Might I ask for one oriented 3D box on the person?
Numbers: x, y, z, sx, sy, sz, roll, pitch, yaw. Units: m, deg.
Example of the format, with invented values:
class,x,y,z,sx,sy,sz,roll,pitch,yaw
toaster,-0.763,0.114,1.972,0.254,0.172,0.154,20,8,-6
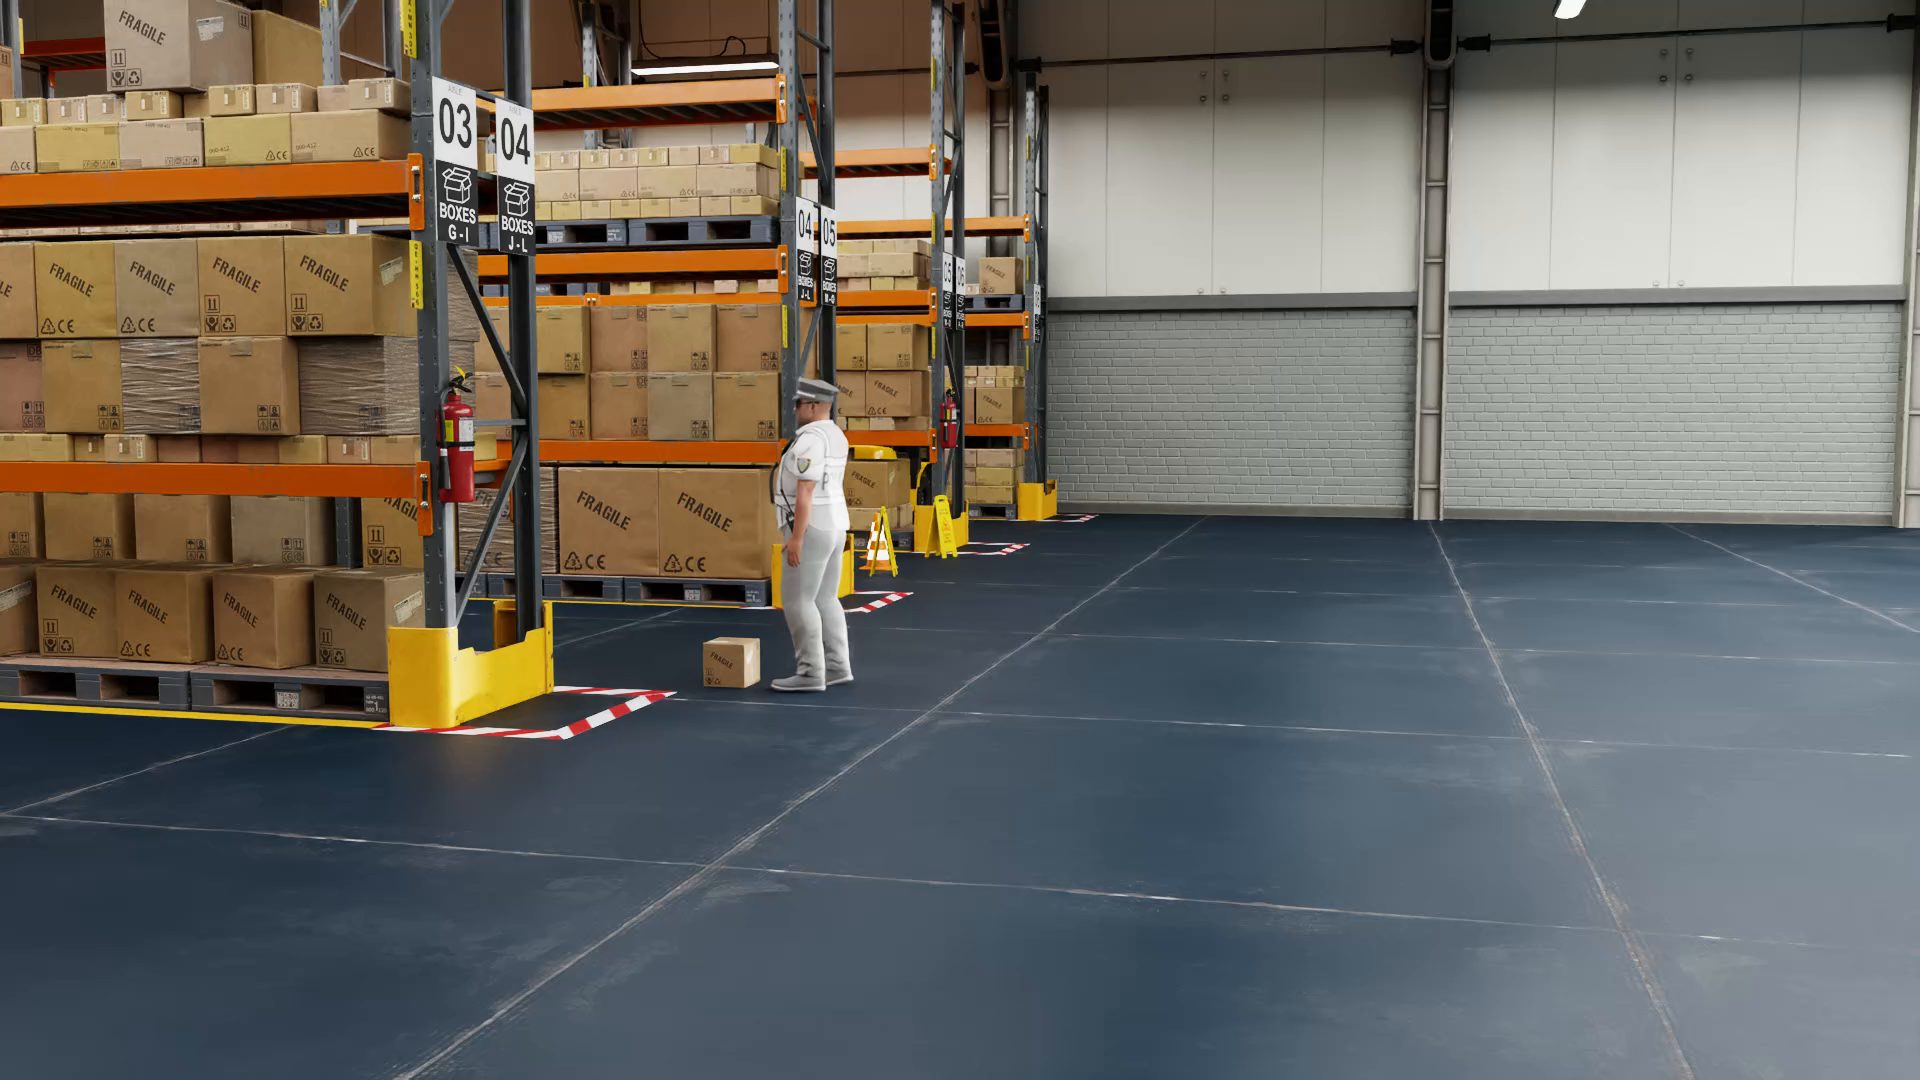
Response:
class,x,y,z,sx,sy,sz,roll,pitch,yaw
person,-0.844,-0.025,9.363,0.400,1.785,0.528,1,5,15
